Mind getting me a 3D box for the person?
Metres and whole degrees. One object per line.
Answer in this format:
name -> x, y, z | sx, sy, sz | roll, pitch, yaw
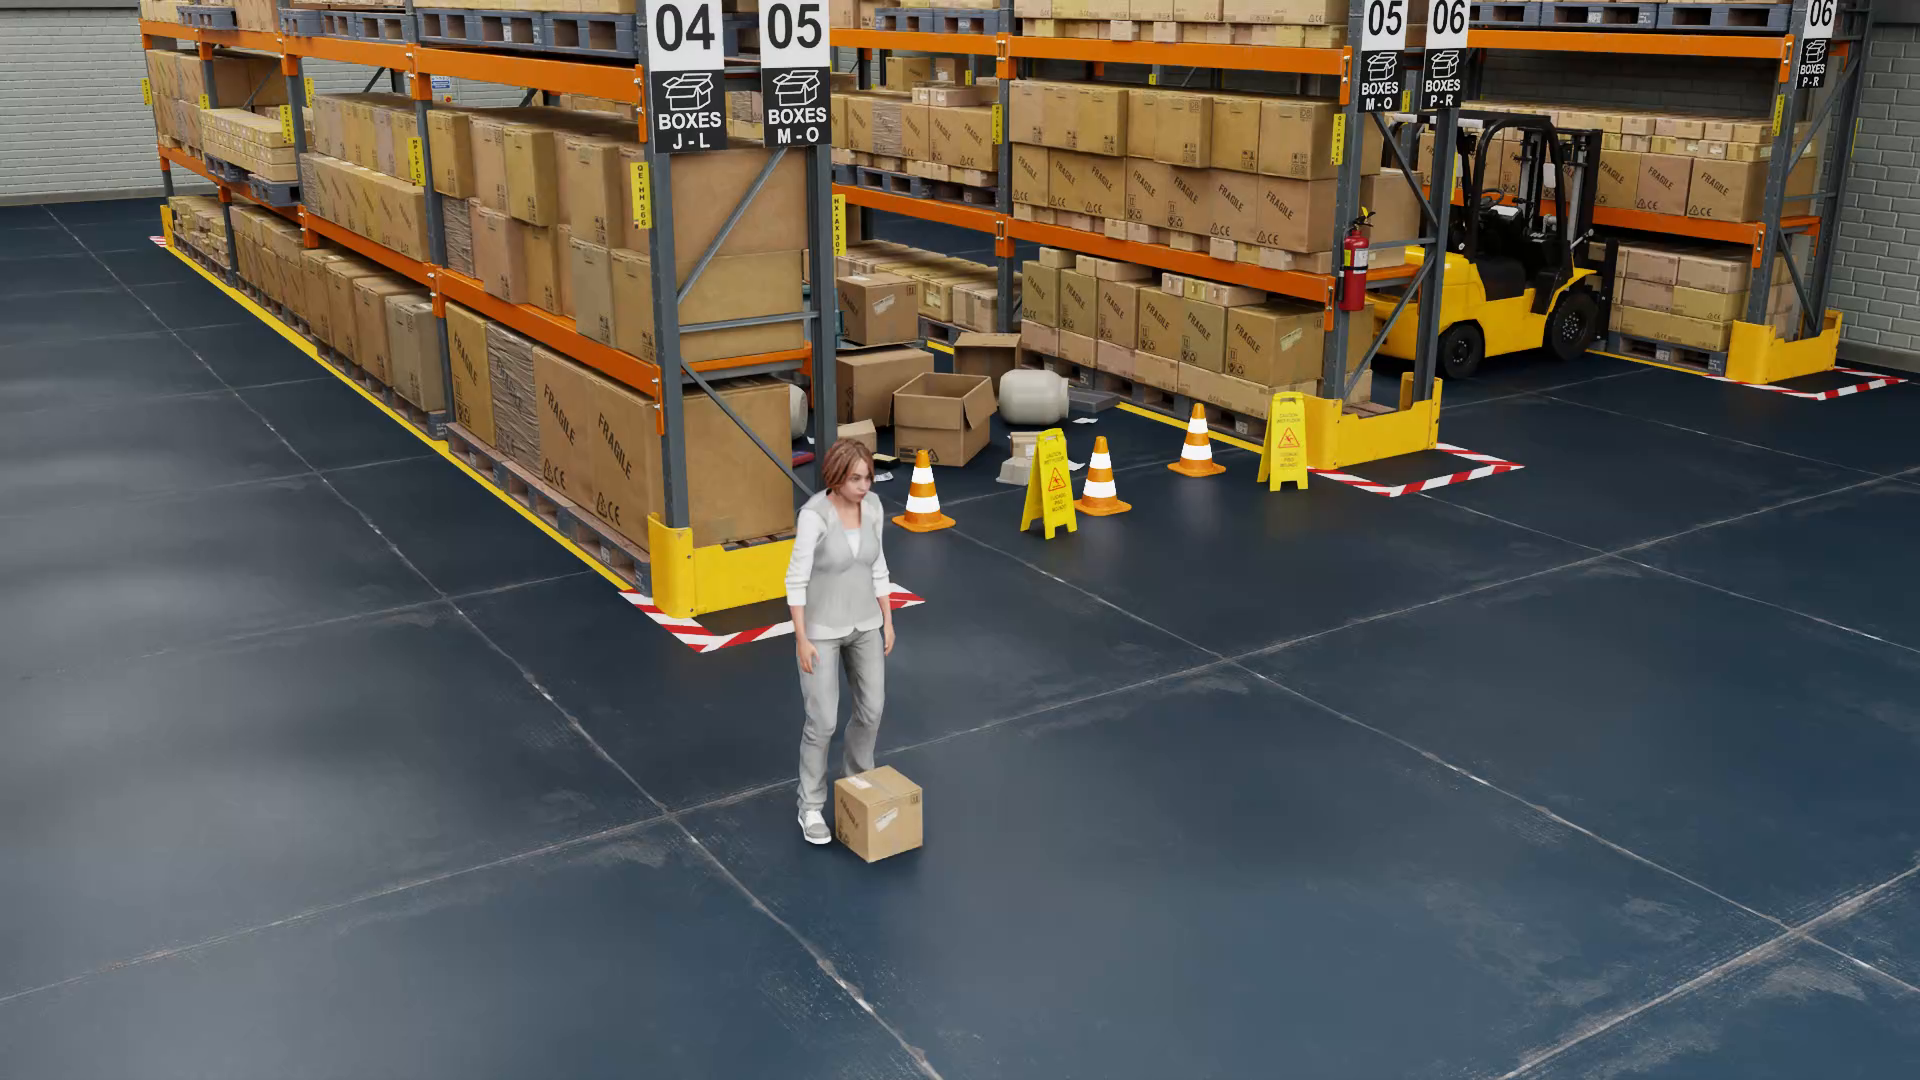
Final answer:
person -> -0.461, 0.369, 6.465 | 0.462, 1.593, 0.339 | -13, 22, -33
